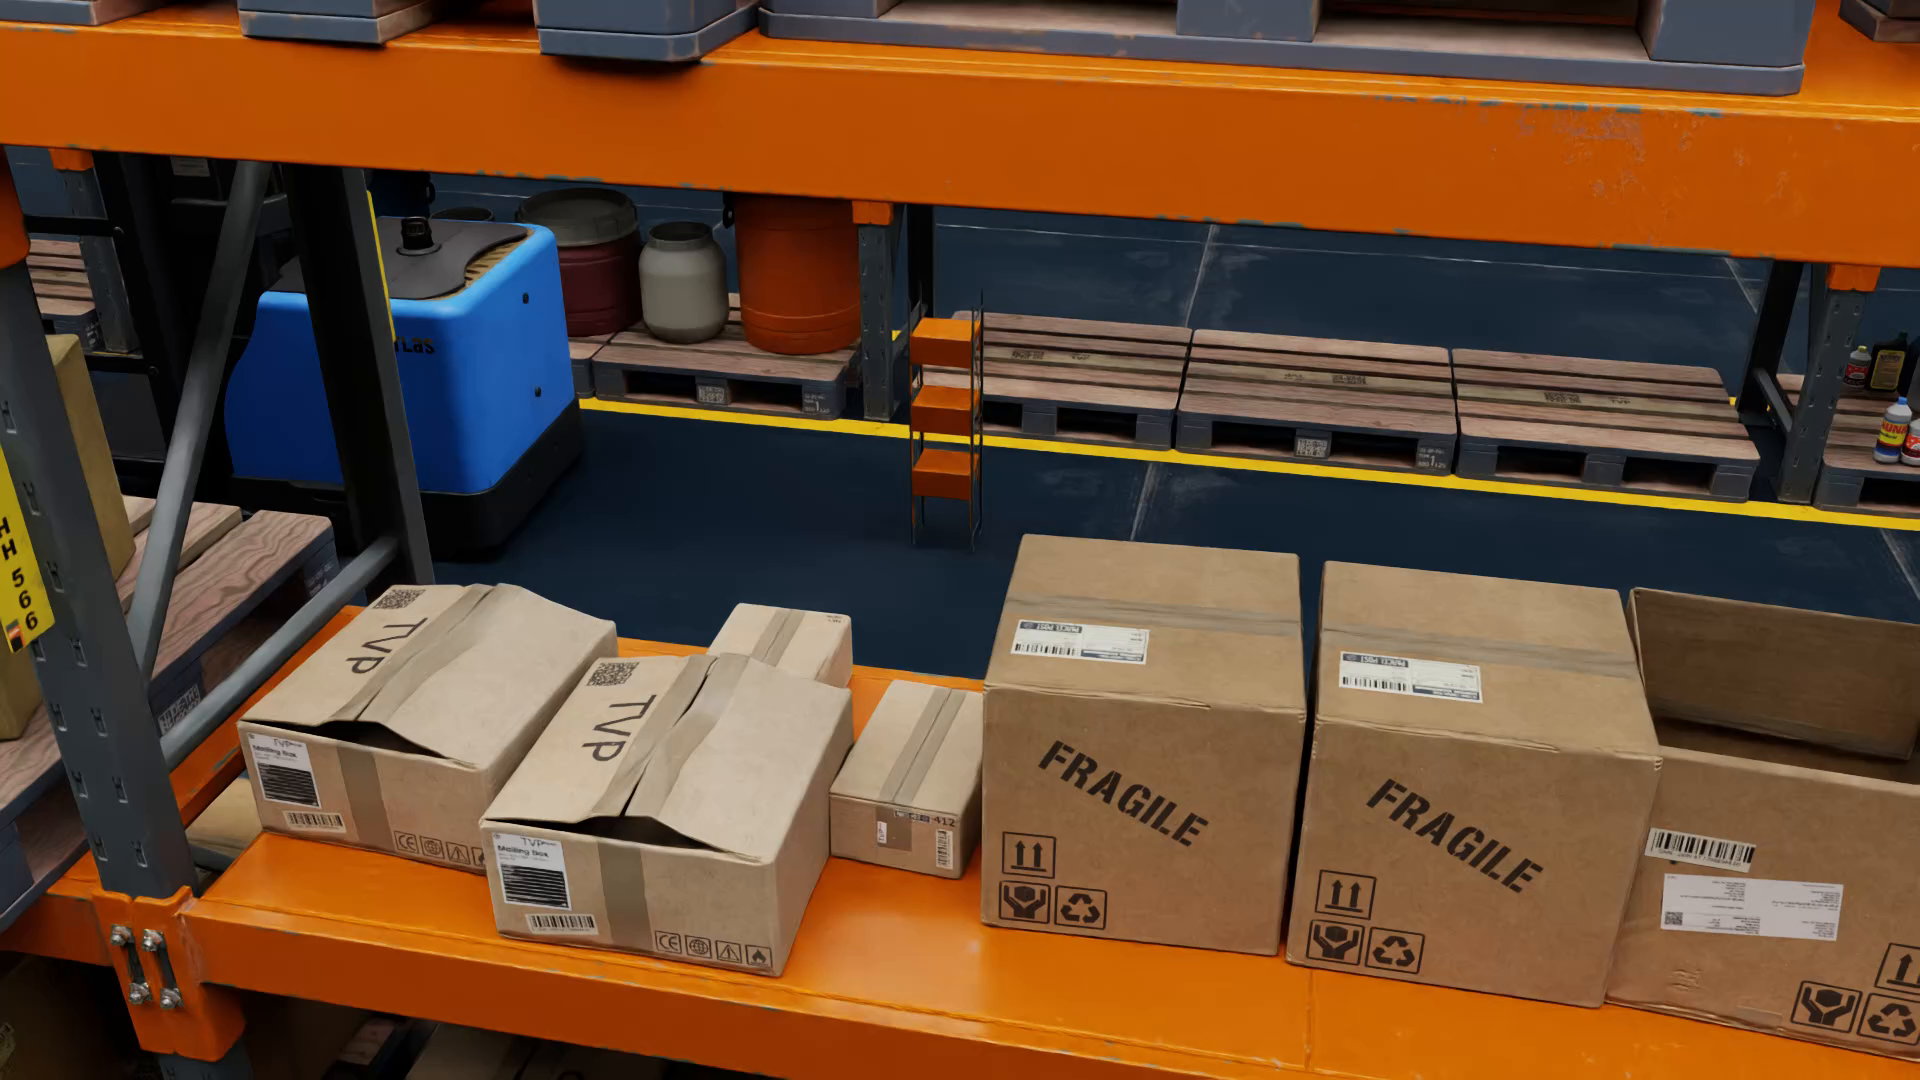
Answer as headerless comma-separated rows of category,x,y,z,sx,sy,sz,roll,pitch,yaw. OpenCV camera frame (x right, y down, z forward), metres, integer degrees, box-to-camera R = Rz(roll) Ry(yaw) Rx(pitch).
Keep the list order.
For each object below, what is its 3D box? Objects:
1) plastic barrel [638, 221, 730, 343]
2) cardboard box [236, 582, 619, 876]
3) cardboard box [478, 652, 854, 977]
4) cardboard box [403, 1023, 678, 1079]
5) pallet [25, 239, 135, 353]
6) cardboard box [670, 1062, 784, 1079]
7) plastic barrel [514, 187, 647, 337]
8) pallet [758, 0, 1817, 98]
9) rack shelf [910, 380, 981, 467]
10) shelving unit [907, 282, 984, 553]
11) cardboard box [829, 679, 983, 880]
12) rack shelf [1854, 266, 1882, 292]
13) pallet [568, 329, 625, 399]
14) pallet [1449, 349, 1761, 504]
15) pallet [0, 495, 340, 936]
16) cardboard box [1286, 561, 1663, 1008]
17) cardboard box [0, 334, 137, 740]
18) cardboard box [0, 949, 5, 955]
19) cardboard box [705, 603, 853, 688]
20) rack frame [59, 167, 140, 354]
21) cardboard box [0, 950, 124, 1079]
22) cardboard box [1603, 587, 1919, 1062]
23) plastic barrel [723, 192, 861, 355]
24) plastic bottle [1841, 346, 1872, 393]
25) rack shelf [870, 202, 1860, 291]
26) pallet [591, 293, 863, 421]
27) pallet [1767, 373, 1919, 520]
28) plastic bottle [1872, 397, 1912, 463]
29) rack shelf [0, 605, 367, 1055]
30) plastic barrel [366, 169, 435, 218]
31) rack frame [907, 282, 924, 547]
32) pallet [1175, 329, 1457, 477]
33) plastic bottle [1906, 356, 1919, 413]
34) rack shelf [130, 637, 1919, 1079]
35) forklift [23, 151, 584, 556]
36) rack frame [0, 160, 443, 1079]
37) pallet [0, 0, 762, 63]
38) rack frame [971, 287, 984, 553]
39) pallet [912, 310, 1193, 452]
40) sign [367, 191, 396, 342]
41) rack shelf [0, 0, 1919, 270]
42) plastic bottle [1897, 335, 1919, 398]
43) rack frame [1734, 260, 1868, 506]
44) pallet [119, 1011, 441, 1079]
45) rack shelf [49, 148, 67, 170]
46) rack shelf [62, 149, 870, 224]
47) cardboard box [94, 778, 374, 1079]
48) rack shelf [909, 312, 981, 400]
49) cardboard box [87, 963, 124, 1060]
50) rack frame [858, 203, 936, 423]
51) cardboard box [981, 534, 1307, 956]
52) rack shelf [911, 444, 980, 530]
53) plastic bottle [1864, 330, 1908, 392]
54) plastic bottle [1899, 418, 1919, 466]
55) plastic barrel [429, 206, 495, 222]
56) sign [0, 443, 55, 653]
plastic barrel,-1.338,-1.250,8.063,0.421,0.512,0.421,0,29,0
cardboard box,-0.977,0.321,3.134,0.500,0.311,0.500,8,30,14
cardboard box,-0.489,0.444,2.908,0.500,0.311,0.500,6,29,10
cardboard box,-0.873,1.191,3.293,0.500,0.311,0.500,7,29,12
pallet,-4.925,-1.335,8.968,1.213,0.211,1.003,6,29,11
cardboard box,-0.357,1.240,3.204,0.500,0.311,0.500,5,29,9
plastic barrel,-1.872,-1.382,8.225,0.708,0.588,0.600,6,29,11
pallet,0.453,-0.872,2.291,1.213,0.211,1.003,7,30,13
rack shelf,-0.052,-0.457,6.513,0.240,0.259,0.215,6,29,11
shelving unit,-0.052,-0.466,6.508,0.252,1.050,0.215,6,29,11
cardboard box,-0.065,0.436,3.091,0.250,0.149,0.380,8,30,14
rack shelf,5.582,-1.184,6.538,4.000,0.370,1.077,6,29,11
pallet,-2.255,-1.061,8.468,1.213,0.211,1.003,6,29,11
pallet,2.850,-0.538,7.512,1.213,0.211,1.003,6,29,11
pallet,-2.001,0.274,3.326,1.003,0.211,1.213,6,29,11
cardboard box,0.835,0.394,2.803,0.500,0.500,0.500,6,29,11
cardboard box,-1.963,-0.014,3.110,0.500,0.500,0.700,-4,29,-6
cardboard box,-2.343,0.812,3.507,0.500,0.250,0.500,7,29,12
cardboard box,-0.386,0.295,3.349,0.250,0.149,0.380,6,29,11
rack frame,-4.197,-2.502,8.197,0.127,3.000,1.000,6,29,11
cardboard box,-2.287,1.144,3.681,0.500,0.500,0.500,7,29,13
cardboard box,1.325,0.444,2.711,0.500,0.500,0.500,8,30,14
plastic barrel,-0.768,-1.375,7.960,0.708,0.830,0.600,6,29,11
plastic bottle,4.046,-0.776,7.499,0.097,0.201,0.097,0,29,0
rack shelf,1.670,-1.585,7.271,4.000,0.370,1.077,6,29,11
pallet,-1.065,-0.938,8.243,1.213,0.211,1.003,6,29,11
pallet,4.274,-0.390,7.243,1.213,0.211,1.003,6,29,11
plastic bottle,3.846,-0.459,6.847,0.097,0.271,0.097,0,29,0
rack shelf,-3.280,0.340,3.755,4.000,0.370,1.077,6,29,11
plastic barrel,-2.976,-1.633,8.356,0.708,0.901,0.600,6,29,11
rack frame,-0.172,-0.478,6.530,0.008,1.050,0.200,6,29,11
pallet,1.653,-0.659,7.734,1.213,0.211,1.003,6,29,11
plastic bottle,4.286,-0.734,7.268,0.185,0.351,0.144,6,29,11
rack shelf,0.632,0.741,3.023,4.000,0.370,1.077,6,29,11
forklift,-3.226,-1.547,6.524,3.031,2.935,1.130,5,29,8
rack frame,-1.324,0.225,3.216,0.127,3.000,1.000,6,29,11
pallet,-0.641,-0.982,2.494,1.003,0.211,1.213,7,30,13
rack frame,0.067,-0.454,6.485,0.008,1.050,0.200,6,29,11
pallet,0.464,-0.782,7.959,1.213,0.211,1.003,6,29,11
sign,-1.211,-0.544,3.415,0.005,0.325,0.100,6,29,11
rack shelf,0.632,-0.575,2.302,4.000,0.370,1.077,6,29,11
plastic bottle,4.316,-0.802,7.392,0.185,0.351,0.144,5,29,9
rack frame,3.626,-1.700,6.732,0.127,3.000,1.000,6,29,11
pallet,-2.046,1.355,4.055,1.213,0.211,1.003,6,29,11
rack shelf,-6.153,-2.387,8.736,4.000,0.370,1.077,6,29,11
rack shelf,-2.242,-1.986,8.004,4.000,0.370,1.077,6,29,11
cardboard box,-1.709,0.948,4.039,0.500,0.500,0.500,7,29,13
rack shelf,-0.052,-0.705,6.377,0.240,0.259,0.215,6,29,11
cardboard box,-2.222,0.898,4.131,0.500,0.500,0.500,5,29,9
rack frame,-0.286,-2.101,7.465,0.127,3.000,1.000,6,29,11
cardboard box,0.321,0.341,2.899,0.500,0.500,0.500,4,29,8
rack shelf,-0.052,-0.213,6.646,0.240,0.259,0.215,6,29,11
plastic bottle,4.166,-0.808,7.473,0.133,0.283,0.061,7,30,13
plastic bottle,3.946,-0.418,6.845,0.097,0.201,0.097,0,29,0
plastic barrel,-2.443,-1.363,8.270,0.421,0.512,0.421,0,29,0
sign,-1.428,0.007,2.490,0.005,0.325,0.100,6,29,11
